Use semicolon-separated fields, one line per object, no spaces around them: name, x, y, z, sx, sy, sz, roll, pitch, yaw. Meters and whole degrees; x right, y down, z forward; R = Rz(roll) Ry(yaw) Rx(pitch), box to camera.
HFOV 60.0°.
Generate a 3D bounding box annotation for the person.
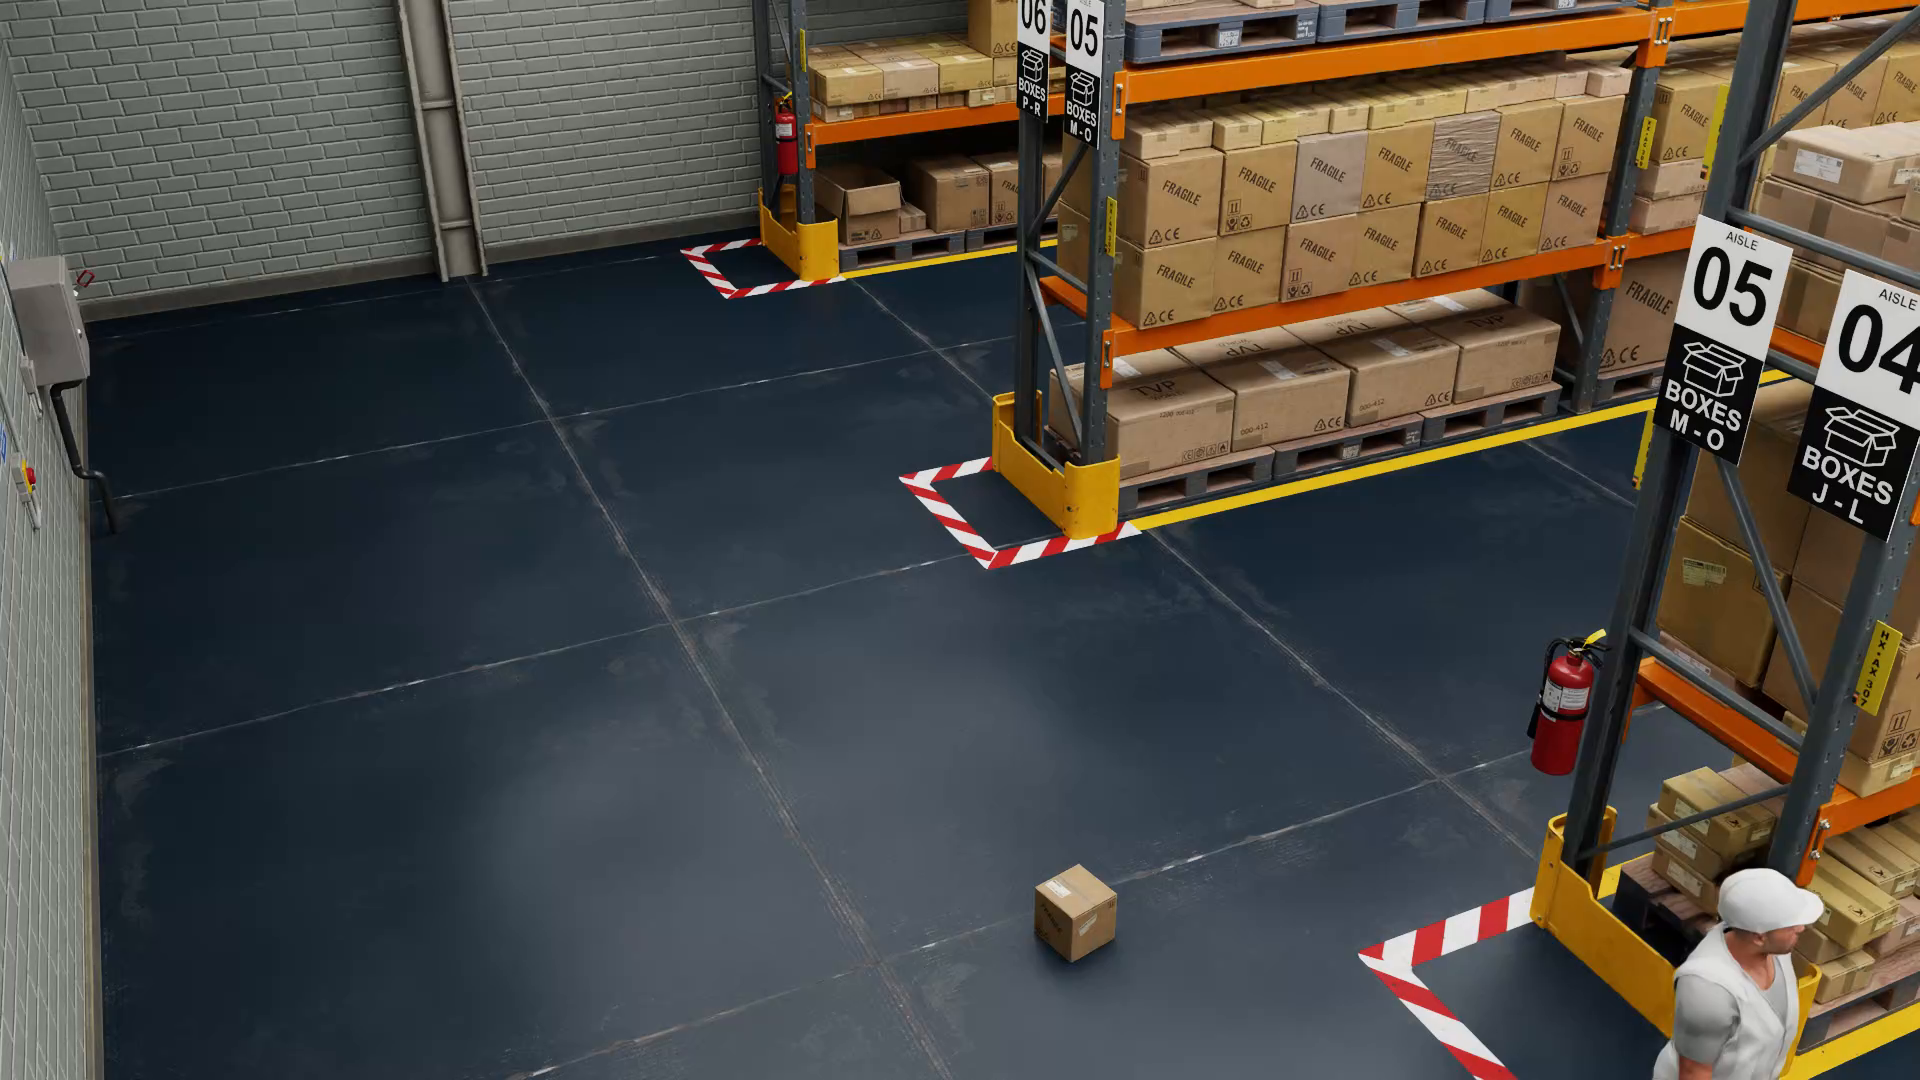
person;2.381;1.754;5.230;0.556;1.791;0.472;-21;36;-33
